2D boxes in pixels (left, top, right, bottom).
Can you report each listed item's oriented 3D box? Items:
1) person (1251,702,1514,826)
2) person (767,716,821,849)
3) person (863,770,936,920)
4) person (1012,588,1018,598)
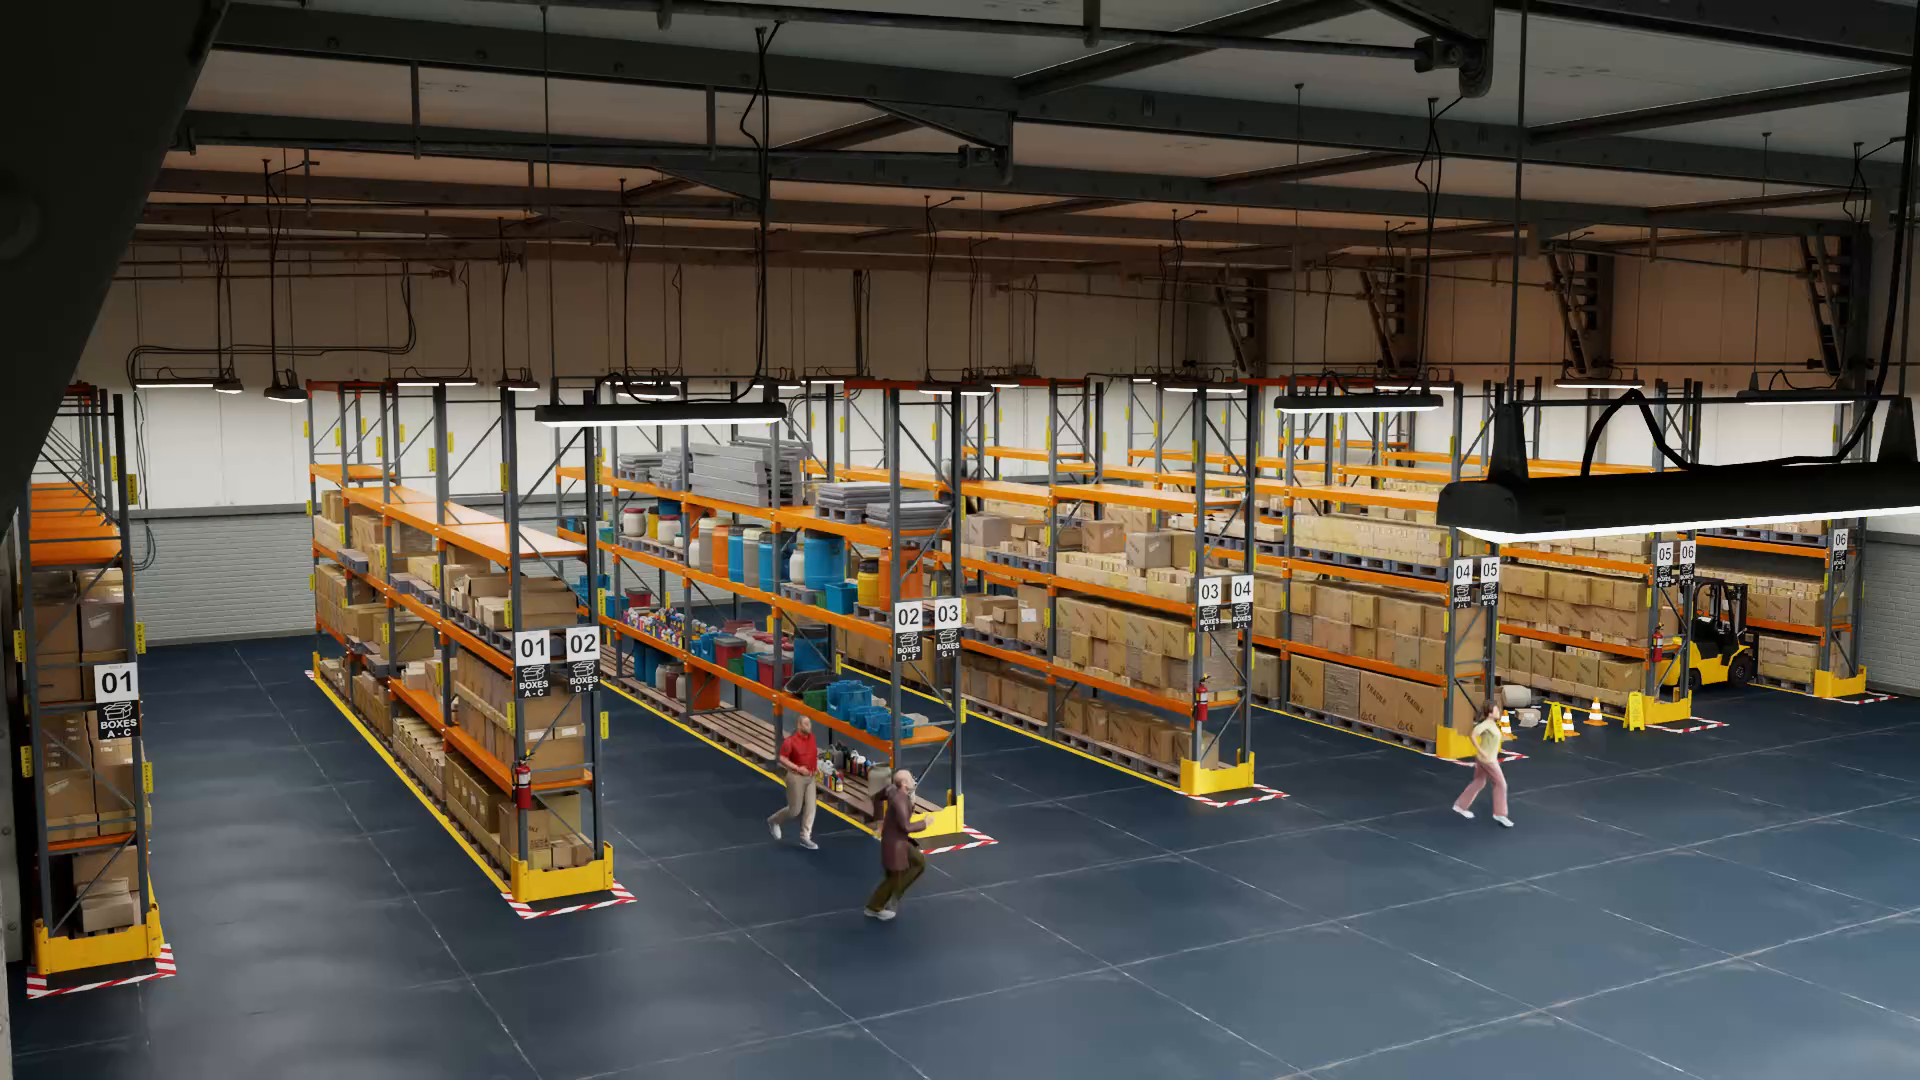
[{"bbox_3d":[5.613,2.509,28.334,6.195,1.691,10.530,1,6,12],"label":"person"},{"bbox_3d":[-2.087,3.153,21.897,0.834,1.695,0.695,5,8,41],"label":"person"},{"bbox_3d":[-0.688,3.556,18.900,0.822,1.513,0.760,-1,6,-7],"label":"person"},{"bbox_3d":[1.510,0.997,41.805,0.732,1.741,0.994,-6,8,-43],"label":"person"}]
